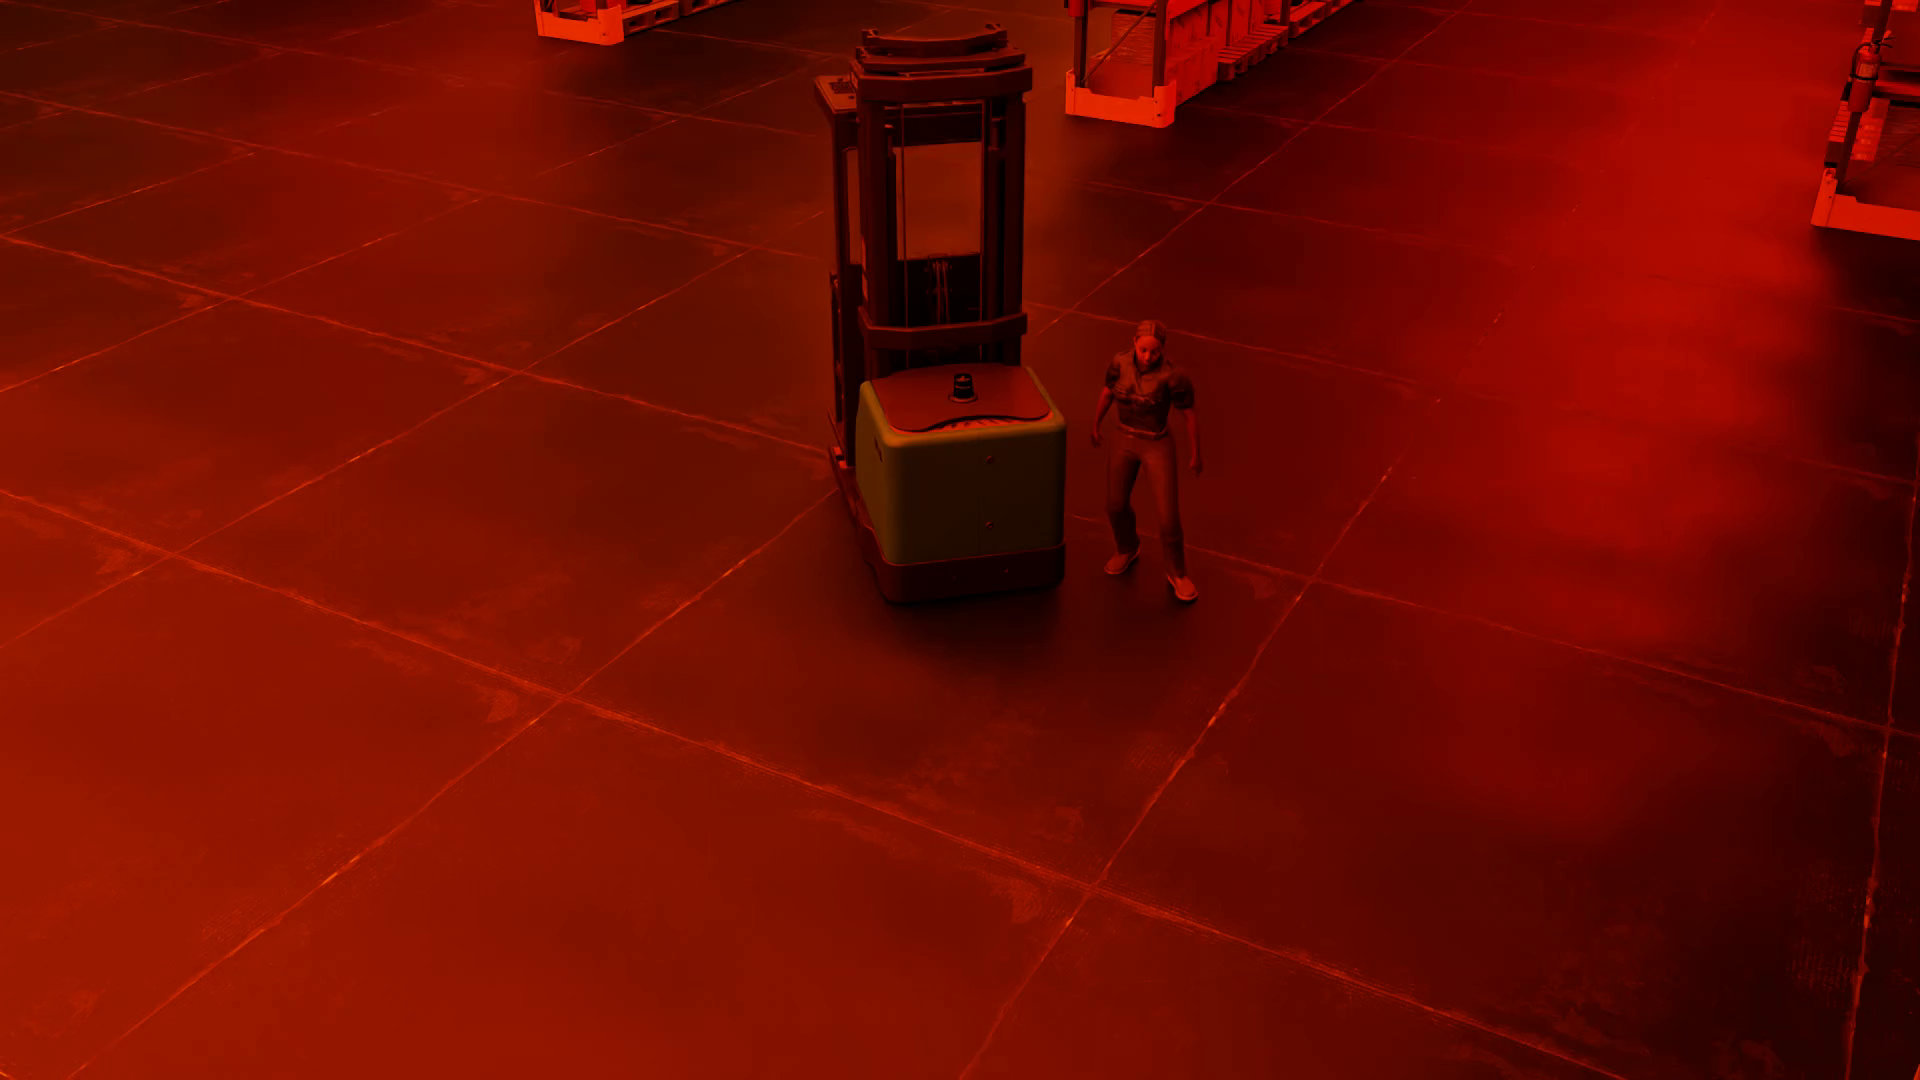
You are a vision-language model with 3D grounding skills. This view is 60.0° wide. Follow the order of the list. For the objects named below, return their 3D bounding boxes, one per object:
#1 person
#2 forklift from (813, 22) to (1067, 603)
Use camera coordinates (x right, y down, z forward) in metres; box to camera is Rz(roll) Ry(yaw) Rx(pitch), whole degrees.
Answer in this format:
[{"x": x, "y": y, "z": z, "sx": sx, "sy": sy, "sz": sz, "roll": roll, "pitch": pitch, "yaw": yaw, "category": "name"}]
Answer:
[{"x": 1.053, "y": -0.502, "z": 9.265, "sx": 0.791, "sy": 1.628, "sz": 0.385, "roll": 16, "pitch": 34, "yaw": 26, "category": "person"}, {"x": -0.229, "y": -1.644, "z": 9.919, "sx": 1.130, "sy": 2.935, "sz": 3.031, "roll": -7, "pitch": 31, "yaw": -11, "category": "forklift"}]
